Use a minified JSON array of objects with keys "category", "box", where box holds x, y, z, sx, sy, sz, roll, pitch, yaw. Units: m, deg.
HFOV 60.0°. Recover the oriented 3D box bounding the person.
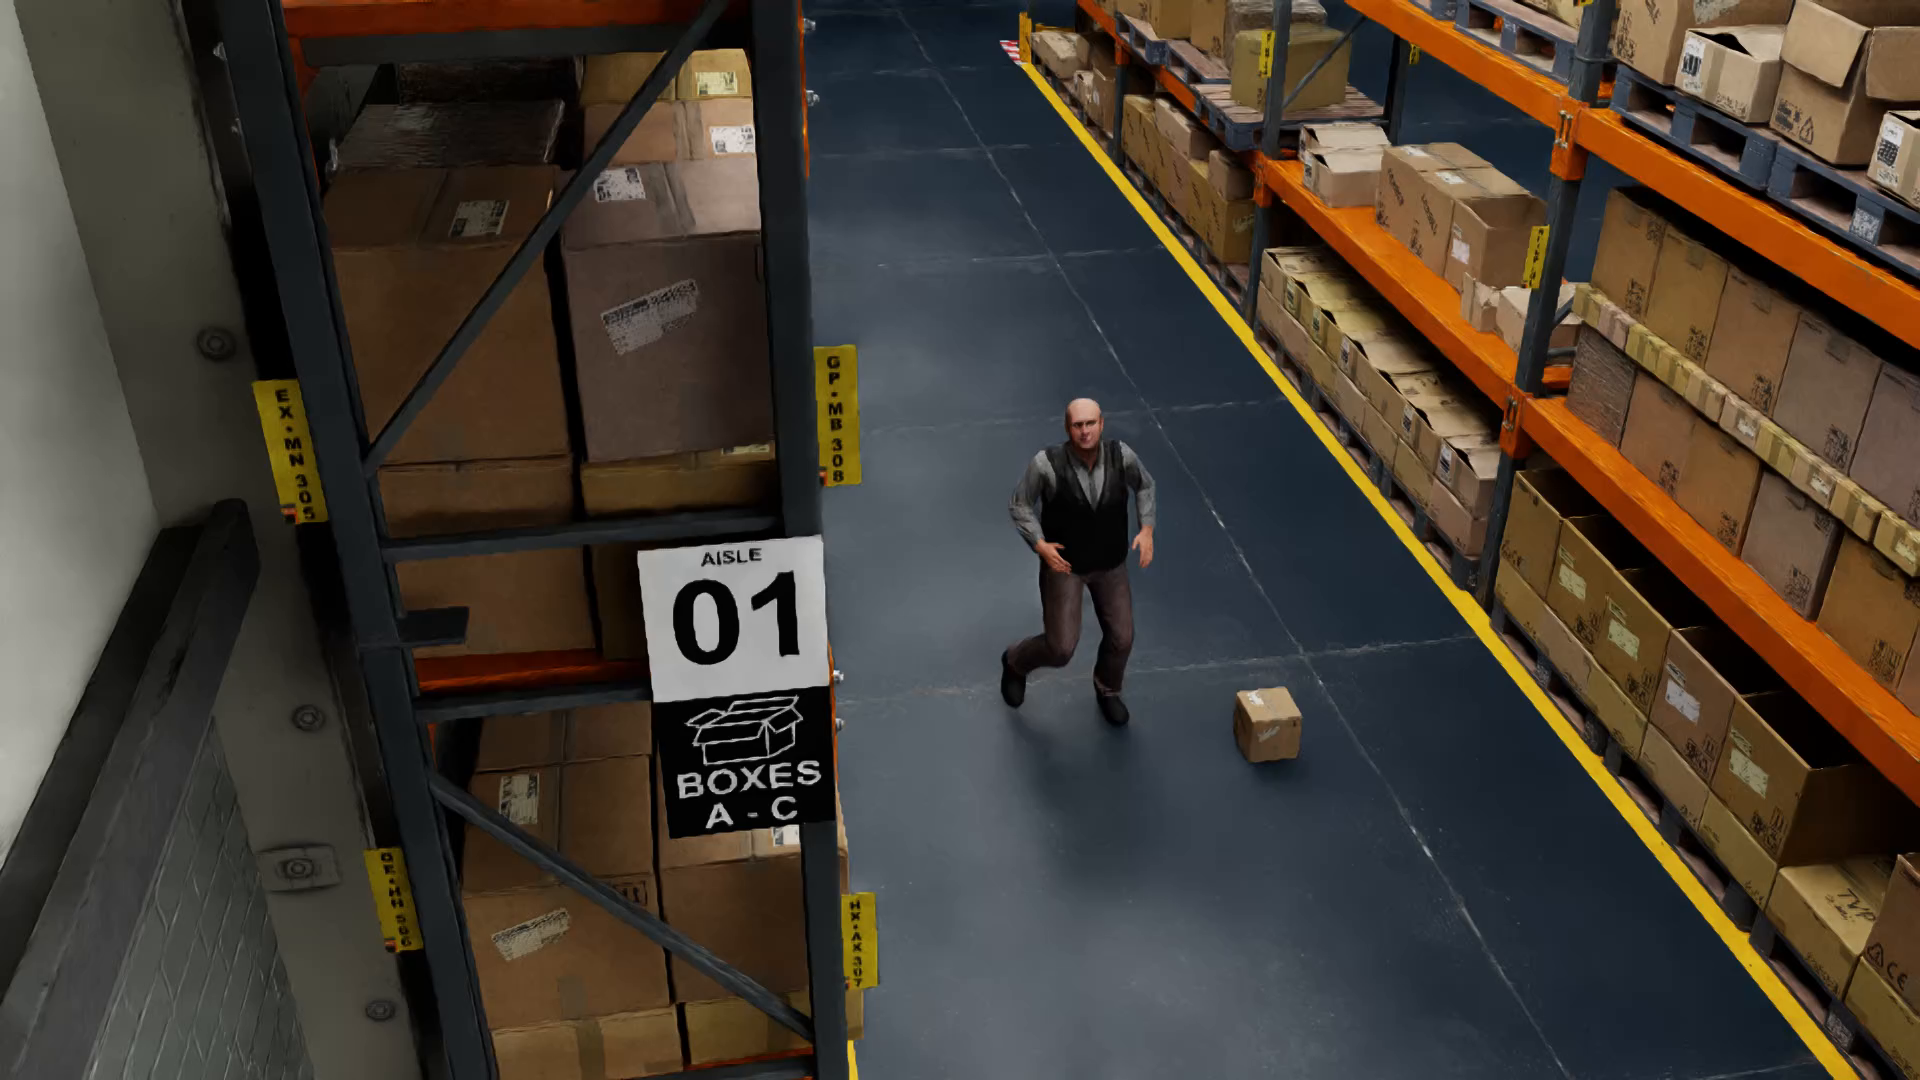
[{"category":"person","box":[0.601,0.115,8.003,0.772,1.692,0.491,-9,32,-16]}]
